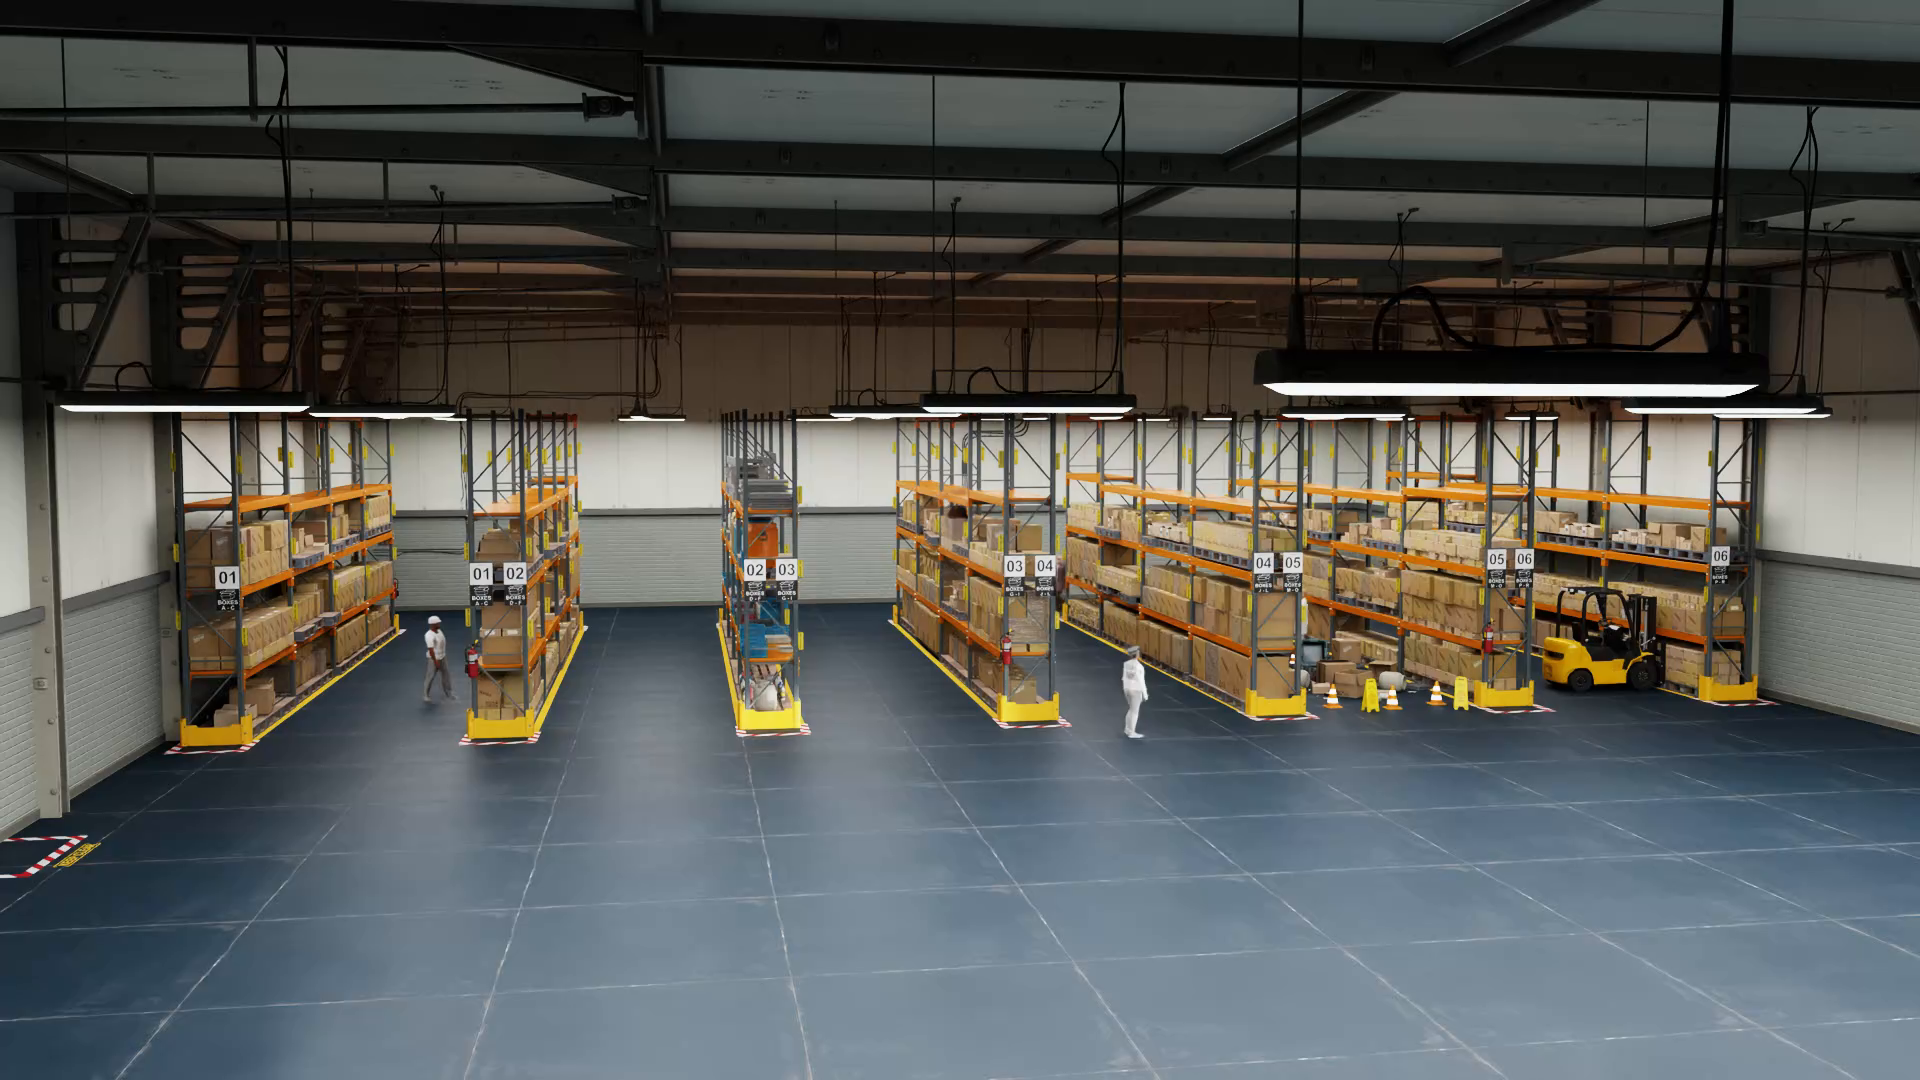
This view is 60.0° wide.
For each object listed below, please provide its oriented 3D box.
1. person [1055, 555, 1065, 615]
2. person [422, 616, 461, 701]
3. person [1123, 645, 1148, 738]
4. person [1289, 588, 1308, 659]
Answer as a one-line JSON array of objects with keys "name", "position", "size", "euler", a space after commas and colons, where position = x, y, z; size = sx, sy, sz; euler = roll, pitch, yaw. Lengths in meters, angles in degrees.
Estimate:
[{"name": "person", "position": [2.934, 1.397, 49.778], "size": [0.520, 1.691, 0.599], "euler": [-2, 5, -31]}, {"name": "person", "position": [-10.785, 2.452, 34.412], "size": [0.583, 1.780, 0.708], "euler": [1, 4, 18]}, {"name": "person", "position": [3.205, 2.787, 30.367], "size": [0.355, 1.708, 0.569], "euler": [-2, 5, -28]}, {"name": "person", "position": [8.155, 2.141, 40.165], "size": [0.527, 1.568, 0.644], "euler": [2, 5, 30]}]
